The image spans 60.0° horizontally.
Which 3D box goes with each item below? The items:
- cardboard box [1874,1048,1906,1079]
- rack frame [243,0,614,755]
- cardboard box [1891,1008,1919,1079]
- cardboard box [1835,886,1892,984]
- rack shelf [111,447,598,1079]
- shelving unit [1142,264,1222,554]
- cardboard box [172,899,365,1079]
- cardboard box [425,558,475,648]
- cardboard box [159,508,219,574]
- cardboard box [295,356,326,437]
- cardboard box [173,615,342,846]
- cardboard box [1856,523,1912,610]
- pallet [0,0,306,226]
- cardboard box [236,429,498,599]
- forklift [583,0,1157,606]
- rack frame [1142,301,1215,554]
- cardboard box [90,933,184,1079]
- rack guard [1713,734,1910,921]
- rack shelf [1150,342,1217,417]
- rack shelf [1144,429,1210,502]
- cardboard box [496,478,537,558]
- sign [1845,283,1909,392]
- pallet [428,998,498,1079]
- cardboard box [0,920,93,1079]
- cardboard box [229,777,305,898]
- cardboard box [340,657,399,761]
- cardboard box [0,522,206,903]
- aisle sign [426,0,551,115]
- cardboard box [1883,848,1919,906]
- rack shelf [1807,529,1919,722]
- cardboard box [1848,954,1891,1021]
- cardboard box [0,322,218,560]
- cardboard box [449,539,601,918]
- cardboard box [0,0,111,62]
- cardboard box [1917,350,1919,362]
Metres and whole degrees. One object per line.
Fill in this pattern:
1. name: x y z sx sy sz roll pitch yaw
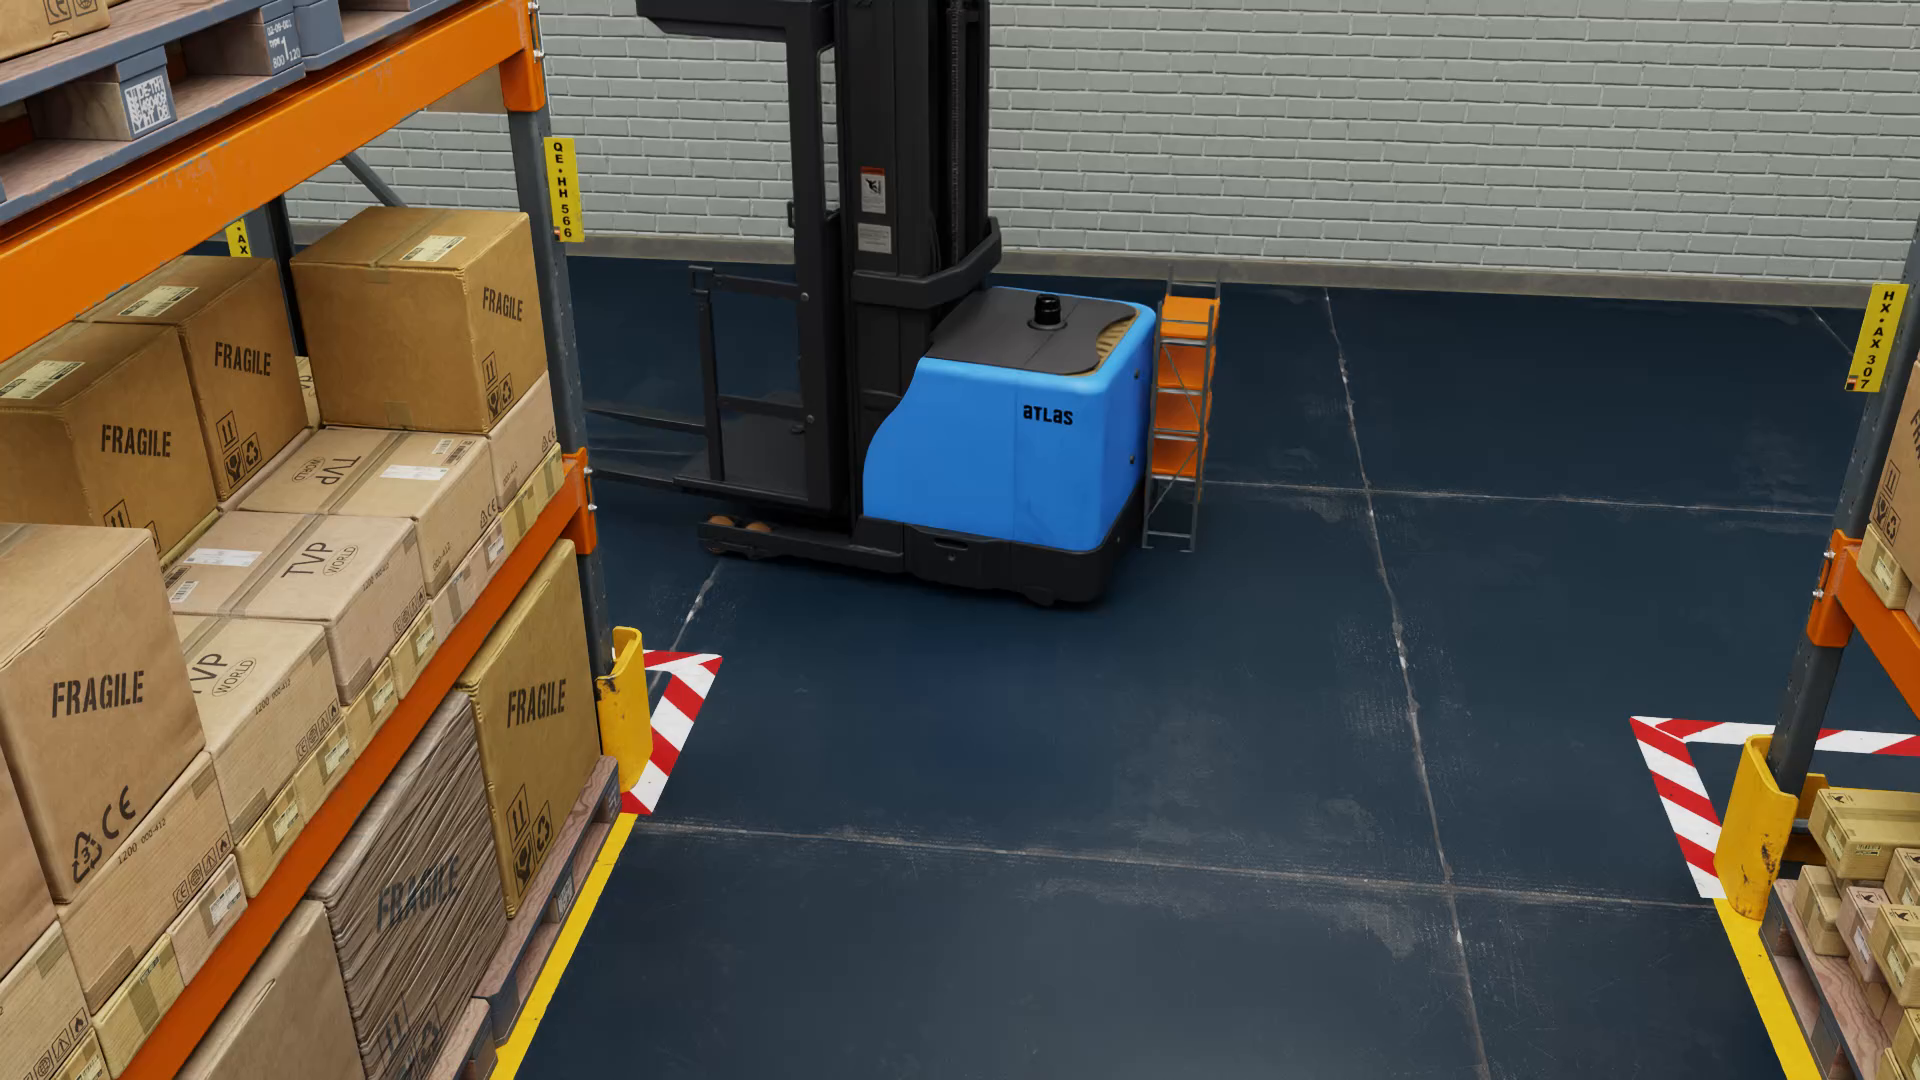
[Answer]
1. cardboard box: 2.658 1.496 4.374 0.380 0.149 0.250 4 29 7
2. rack frame: -1.756 -0.498 5.511 1.000 3.000 0.127 3 28 6
3. cardboard box: 2.665 1.369 4.295 0.380 0.149 0.250 4 29 8
4. cardboard box: 2.746 1.135 4.731 0.380 0.149 0.250 3 28 6
5. rack shelf: -2.001 0.760 3.934 1.077 0.370 4.000 3 28 6
6. shelving unit: 1.010 -0.594 7.585 0.258 1.200 0.503 6 29 10
7. cardboard box: -1.975 1.406 3.775 0.875 0.875 0.875 3 28 6
8. cardboard box: -1.566 0.158 4.559 0.380 0.149 0.250 4 29 7
9. cardboard box: -2.205 0.129 4.192 0.500 0.250 0.500 2 28 4
10. cardboard box: -2.082 -0.352 5.086 0.500 0.250 0.500 3 28 5
11. cardboard box: -1.736 0.405 3.681 0.500 0.250 0.500 3 29 6
12. cardboard box: 2.790 0.082 4.700 0.380 0.149 0.250 3 28 6
13. pallet: -1.983 -0.854 3.103 1.003 0.211 1.213 3 28 6
14. cardboard box: -1.614 -0.080 4.581 0.500 0.250 0.500 3 28 5
15. forklift: -0.675 -1.424 7.303 3.031 2.935 1.130 10 30 17
16. rack frame: 0.961 -0.480 7.375 0.240 1.200 0.015 6 29 10
17. cardboard box: -1.754 0.884 3.212 0.380 0.149 0.250 3 28 5
18. rack guard: 3.145 0.974 5.414 1.175 0.500 0.348 3 28 6
19. rack shelf: 1.011 -0.731 7.511 0.258 0.148 0.480 6 29 10
20. rack shelf: 1.009 -0.360 7.712 0.258 0.148 0.480 6 29 10
21. cardboard box: -1.503 -0.078 4.997 0.380 0.149 0.250 4 29 7
22. sign: 2.616 -0.575 4.741 0.100 0.325 0.005 3 28 6
23. pallet: -1.928 1.683 4.403 1.003 0.211 1.213 3 28 6
24. cardboard box: -1.862 0.880 2.798 0.500 0.250 0.500 3 28 6
25. cardboard box: -1.690 0.642 3.661 0.380 0.149 0.250 3 28 5
26. cardboard box: -1.627 0.403 4.105 0.380 0.149 0.250 3 29 6
27. cardboard box: -1.806 0.303 3.079 0.500 0.500 0.500 2 28 5
28. aisle sign: -1.449 -1.659 4.925 0.394 0.787 0.004 3 28 6
29. cardboard box: 2.839 1.010 4.648 0.380 0.149 0.250 4 29 7
30. rack shelf: 2.910 1.096 3.311 1.077 0.370 4.000 3 28 6
31. cardboard box: 2.822 1.264 4.804 0.380 0.149 0.250 3 28 6
32. cardboard box: -2.201 -0.203 4.018 0.500 0.500 0.500 3 28 5
33. cardboard box: -1.755 0.559 5.348 0.875 0.875 0.875 3 28 6
34. cardboard box: -1.934 -1.071 2.759 0.700 0.500 0.500 5 29 8
35. cardboard box: 2.836 -0.581 4.193 0.500 0.500 0.500 3 28 6
